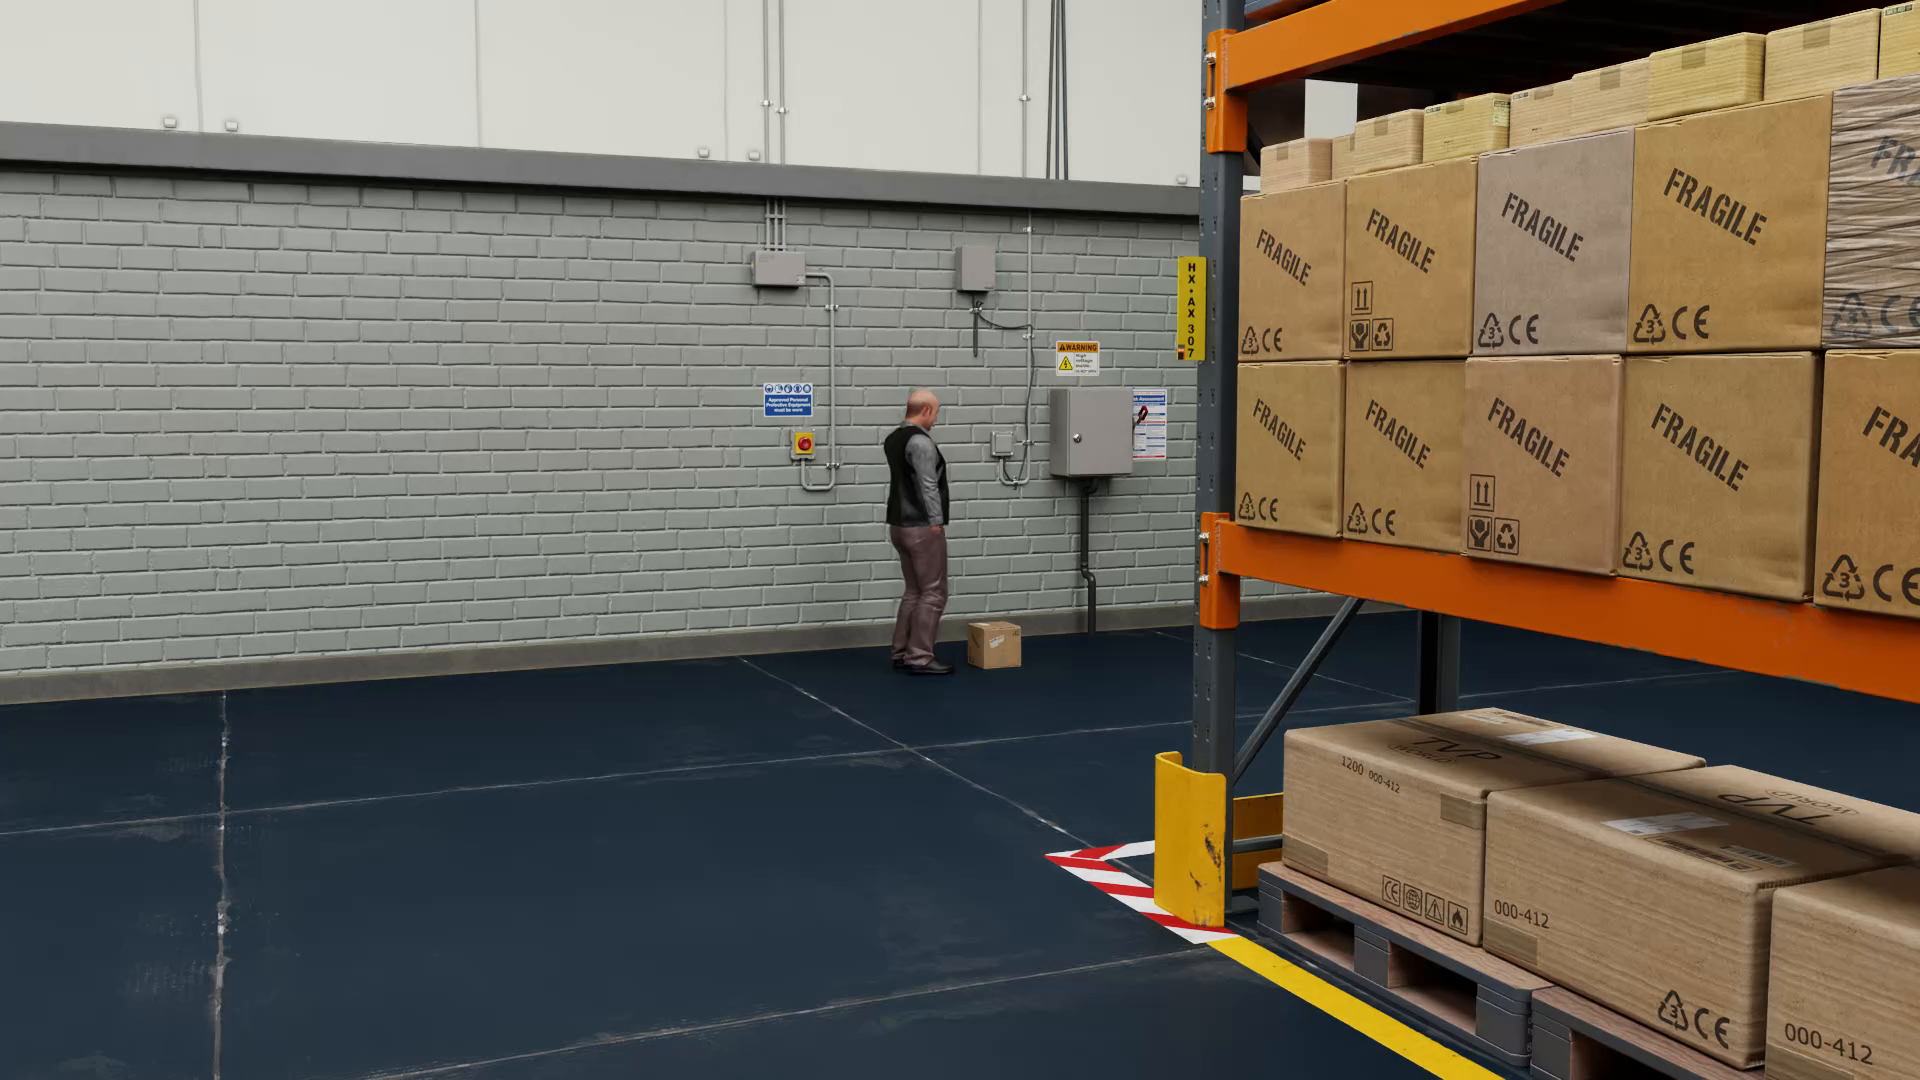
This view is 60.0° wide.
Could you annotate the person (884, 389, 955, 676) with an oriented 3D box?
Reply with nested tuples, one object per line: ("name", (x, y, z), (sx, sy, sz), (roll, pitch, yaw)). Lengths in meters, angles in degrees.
("person", (-0.257, -0.054, 10.071), (0.354, 1.708, 0.538), (-2, 6, -23))
